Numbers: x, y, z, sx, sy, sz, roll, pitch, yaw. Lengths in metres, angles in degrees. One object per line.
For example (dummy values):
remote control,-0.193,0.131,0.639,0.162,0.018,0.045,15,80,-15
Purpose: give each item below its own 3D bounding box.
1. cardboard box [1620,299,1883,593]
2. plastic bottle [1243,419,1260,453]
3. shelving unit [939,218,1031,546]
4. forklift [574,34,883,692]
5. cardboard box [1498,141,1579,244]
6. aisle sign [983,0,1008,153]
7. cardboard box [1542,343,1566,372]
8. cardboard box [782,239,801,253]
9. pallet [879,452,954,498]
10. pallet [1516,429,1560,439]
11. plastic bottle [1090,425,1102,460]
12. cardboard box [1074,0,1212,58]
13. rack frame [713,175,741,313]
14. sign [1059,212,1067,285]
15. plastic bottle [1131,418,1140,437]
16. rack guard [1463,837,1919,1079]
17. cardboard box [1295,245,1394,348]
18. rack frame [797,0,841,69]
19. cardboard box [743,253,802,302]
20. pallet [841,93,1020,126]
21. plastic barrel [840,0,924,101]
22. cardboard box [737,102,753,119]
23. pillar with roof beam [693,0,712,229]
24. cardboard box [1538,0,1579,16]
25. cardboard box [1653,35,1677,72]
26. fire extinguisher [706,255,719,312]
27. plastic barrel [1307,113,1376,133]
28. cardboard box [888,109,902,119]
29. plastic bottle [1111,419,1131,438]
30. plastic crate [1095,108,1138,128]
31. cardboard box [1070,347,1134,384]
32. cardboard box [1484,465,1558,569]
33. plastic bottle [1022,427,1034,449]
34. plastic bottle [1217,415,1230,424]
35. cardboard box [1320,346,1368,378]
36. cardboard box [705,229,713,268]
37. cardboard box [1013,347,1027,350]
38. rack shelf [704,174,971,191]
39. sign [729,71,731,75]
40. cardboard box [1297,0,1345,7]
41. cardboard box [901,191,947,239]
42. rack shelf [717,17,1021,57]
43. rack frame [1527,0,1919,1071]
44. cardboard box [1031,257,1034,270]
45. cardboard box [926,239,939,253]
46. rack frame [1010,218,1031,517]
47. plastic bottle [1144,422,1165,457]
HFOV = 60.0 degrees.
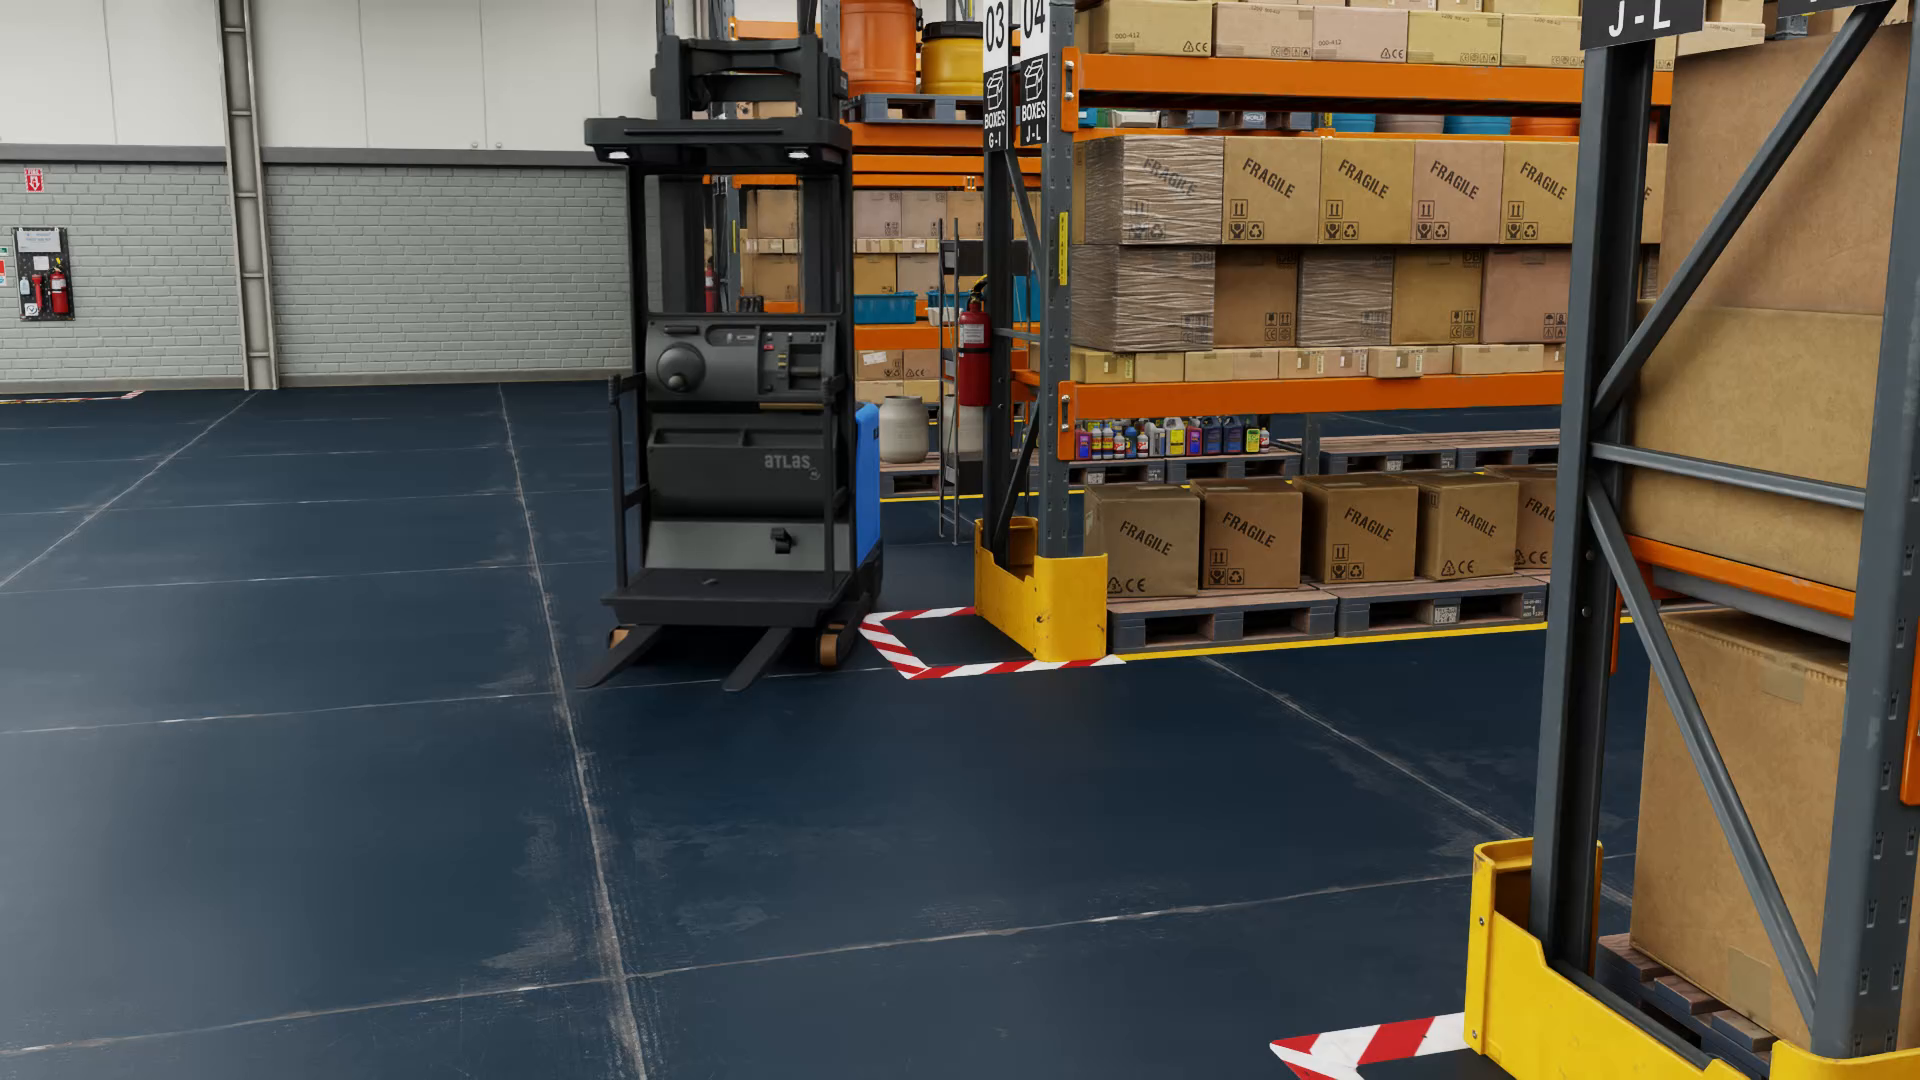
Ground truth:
cardboard box,1.951,-0.230,3.598,0.550,0.550,0.875,-3,11,-16
plastic bottle,2.404,-0.859,13.717,0.133,0.283,0.061,-2,11,-13
shelving unit,0.159,-1.041,10.902,0.503,2.100,0.431,-3,11,-16
forklift,-1.078,-0.904,7.862,1.130,2.935,3.031,1,10,5
cardboard box,2.843,-1.766,8.493,0.500,0.500,0.500,-3,11,-16
aisle sign,0.174,-2.325,8.209,0.004,0.787,0.394,-3,11,-16
cardboard box,3.049,-0.979,8.774,0.250,0.149,0.380,-3,11,-16
cardboard box,-1.758,-3.084,17.446,0.250,0.149,0.380,-3,11,-17
pallet,-0.225,-0.539,13.391,1.213,0.211,1.003,-3,11,-16
pallet,5.860,-0.859,15.131,1.213,0.211,1.003,-3,11,-16
plastic bottle,1.090,-0.788,13.361,0.097,0.271,0.097,0,10,0
cardboard box,0.852,-2.378,7.809,0.500,0.250,0.500,-3,11,-14
rack frame,-2.448,-2.719,17.534,0.127,3.000,1.000,-3,11,-16
sign,0.469,-1.329,7.588,0.005,0.325,0.100,-3,11,-16
plastic bottle,1.531,-0.962,14.273,0.133,0.283,0.061,-3,11,-13
rack guard,1.584,1.101,3.687,0.348,0.500,1.175,-3,11,-16
cardboard box,1.792,-1.280,8.615,0.500,0.500,0.875,-3,11,-16
rack frame,-1.067,-4.809,12.312,0.127,3.000,1.000,-3,11,-16
cardboard box,-1.996,-2.790,17.641,0.500,0.500,0.700,-3,11,-16
pallet,-0.245,-3.265,12.736,1.213,0.211,1.003,-3,11,-16
plastic barrel,-0.636,-3.798,12.761,0.708,0.830,0.600,-3,11,-16
cardboard box,-2.902,-5.600,21.804,0.500,0.500,0.500,-3,11,-17
pillar with roof beam,-2.202,-5.968,18.611,0.400,9.000,9.100,-3,11,-16
cardboard box,2.902,-2.686,8.382,0.250,0.149,0.380,-3,11,-14
cardboard box,3.289,-2.508,8.514,0.500,0.250,0.500,-3,11,-15
fire extinguisher,-2.691,-2.756,17.947,0.183,0.674,0.296,-3,11,-16
plastic barrel,3.201,-3.846,13.983,0.708,0.901,0.600,-3,11,-16
cardboard box,-0.777,-4.556,17.401,0.500,0.500,0.500,-3,11,-16
plastic bottle,1.359,-0.913,14.030,0.135,0.276,0.152,-3,11,-16
plastic crate,1.183,-3.399,13.526,0.450,0.188,0.336,-3,11,-16
cardboard box,0.658,-0.847,8.054,0.250,0.149,0.380,-3,11,-16
cardboard box,3.215,-0.133,9.230,0.500,0.500,0.500,0,10,2
plastic bottle,0.574,-0.868,13.988,0.097,0.201,0.097,0,10,0
plastic bottle,2.196,-0.917,13.842,0.185,0.351,0.144,-3,11,-16
cardboard box,1.856,-0.911,8.404,0.250,0.149,0.380,-3,11,-16
cardboard box,-3.293,-3.857,22.002,0.500,0.500,0.500,-3,11,-16
cardboard box,0.525,-2.060,18.316,0.500,0.500,0.500,-3,11,-16
rack shelf,-1.916,-4.803,22.554,4.000,0.370,1.077,-3,11,-16
sign,-2.298,-4.567,16.650,0.005,0.325,0.100,-3,11,-16
cardboard box,1.647,-2.612,7.978,0.250,0.149,0.380,-3,11,-16
cardboard box,-0.477,-3.509,17.965,0.500,0.500,0.700,-3,11,-16
rack shelf,-0.527,-5.221,17.642,4.000,0.370,1.077,-3,11,-16
rack frame,1.607,-0.130,3.467,0.127,3.000,1.000,-3,11,-16
cardboard box,0.464,-2.920,18.345,0.500,0.500,0.700,-3,11,-17
cardboard box,-0.282,-3.161,17.865,0.250,0.149,0.380,-3,11,-14
rack frame,0.393,-1.053,10.969,0.015,2.100,0.400,-3,11,-16
plastic bottle,1.585,-0.821,13.530,0.135,0.276,0.152,-3,11,-15
